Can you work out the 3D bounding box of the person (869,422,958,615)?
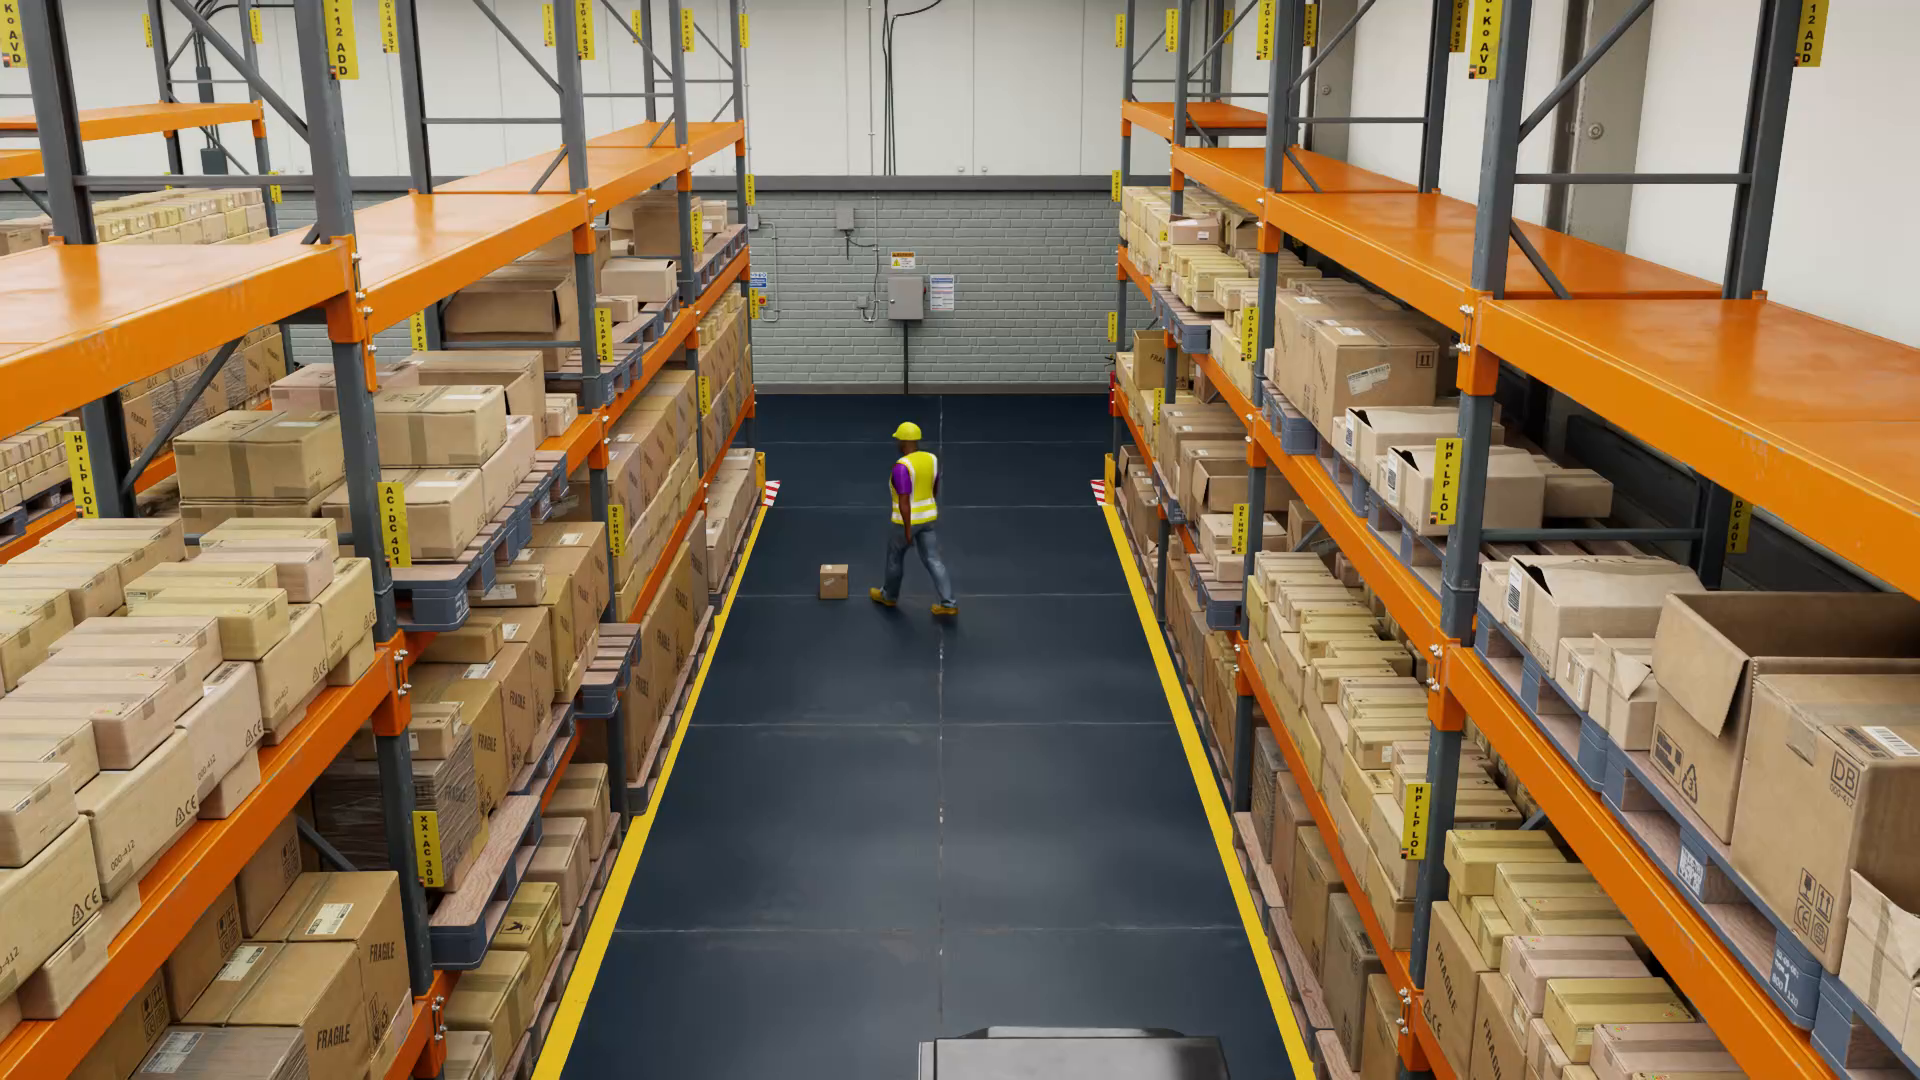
[{"bbox_3d":[-0.398,-0.191,14.744,0.555,1.726,1.028,-14,22,-39],"label":"person"}]
